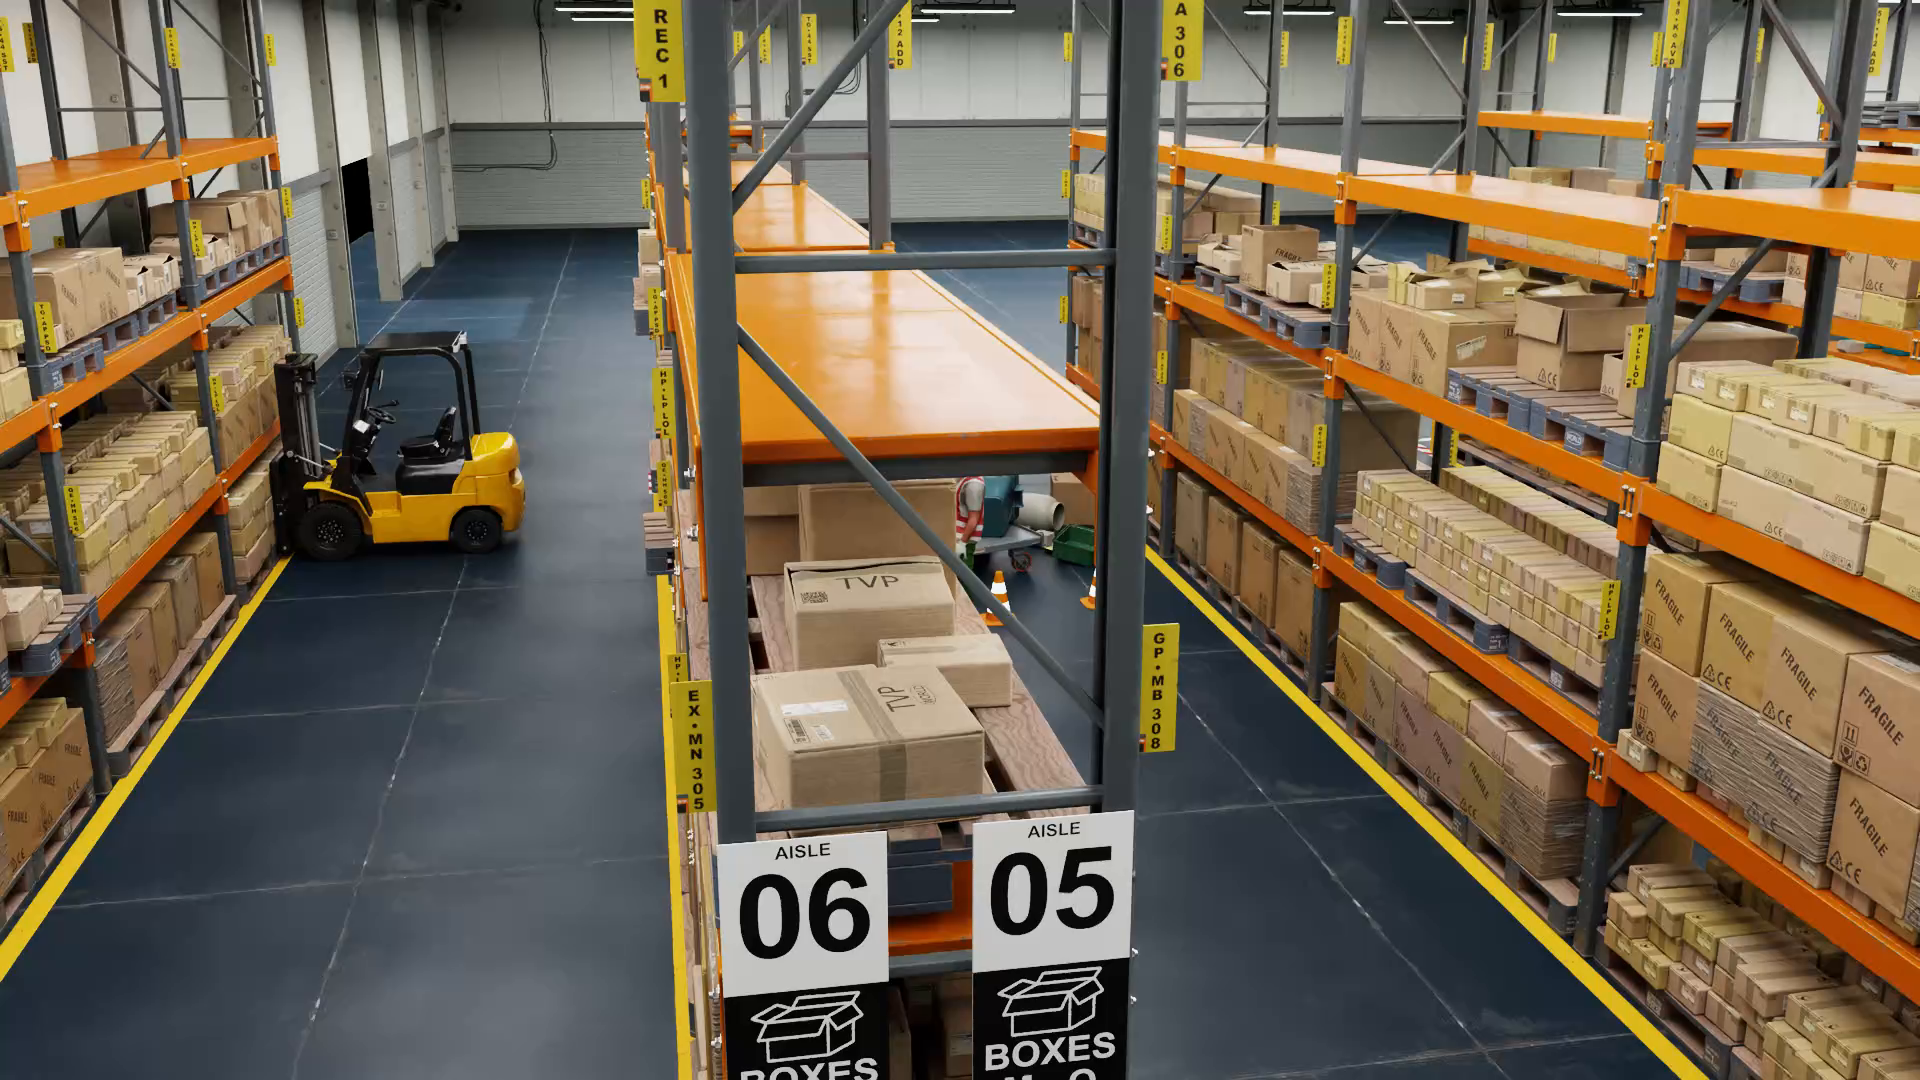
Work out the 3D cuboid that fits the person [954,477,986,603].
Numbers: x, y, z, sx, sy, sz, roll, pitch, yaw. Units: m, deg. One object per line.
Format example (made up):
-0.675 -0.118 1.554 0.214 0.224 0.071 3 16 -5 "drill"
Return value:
-0.068 -0.012 14.499 0.565 1.787 0.638 -3 16 -10 "person"
